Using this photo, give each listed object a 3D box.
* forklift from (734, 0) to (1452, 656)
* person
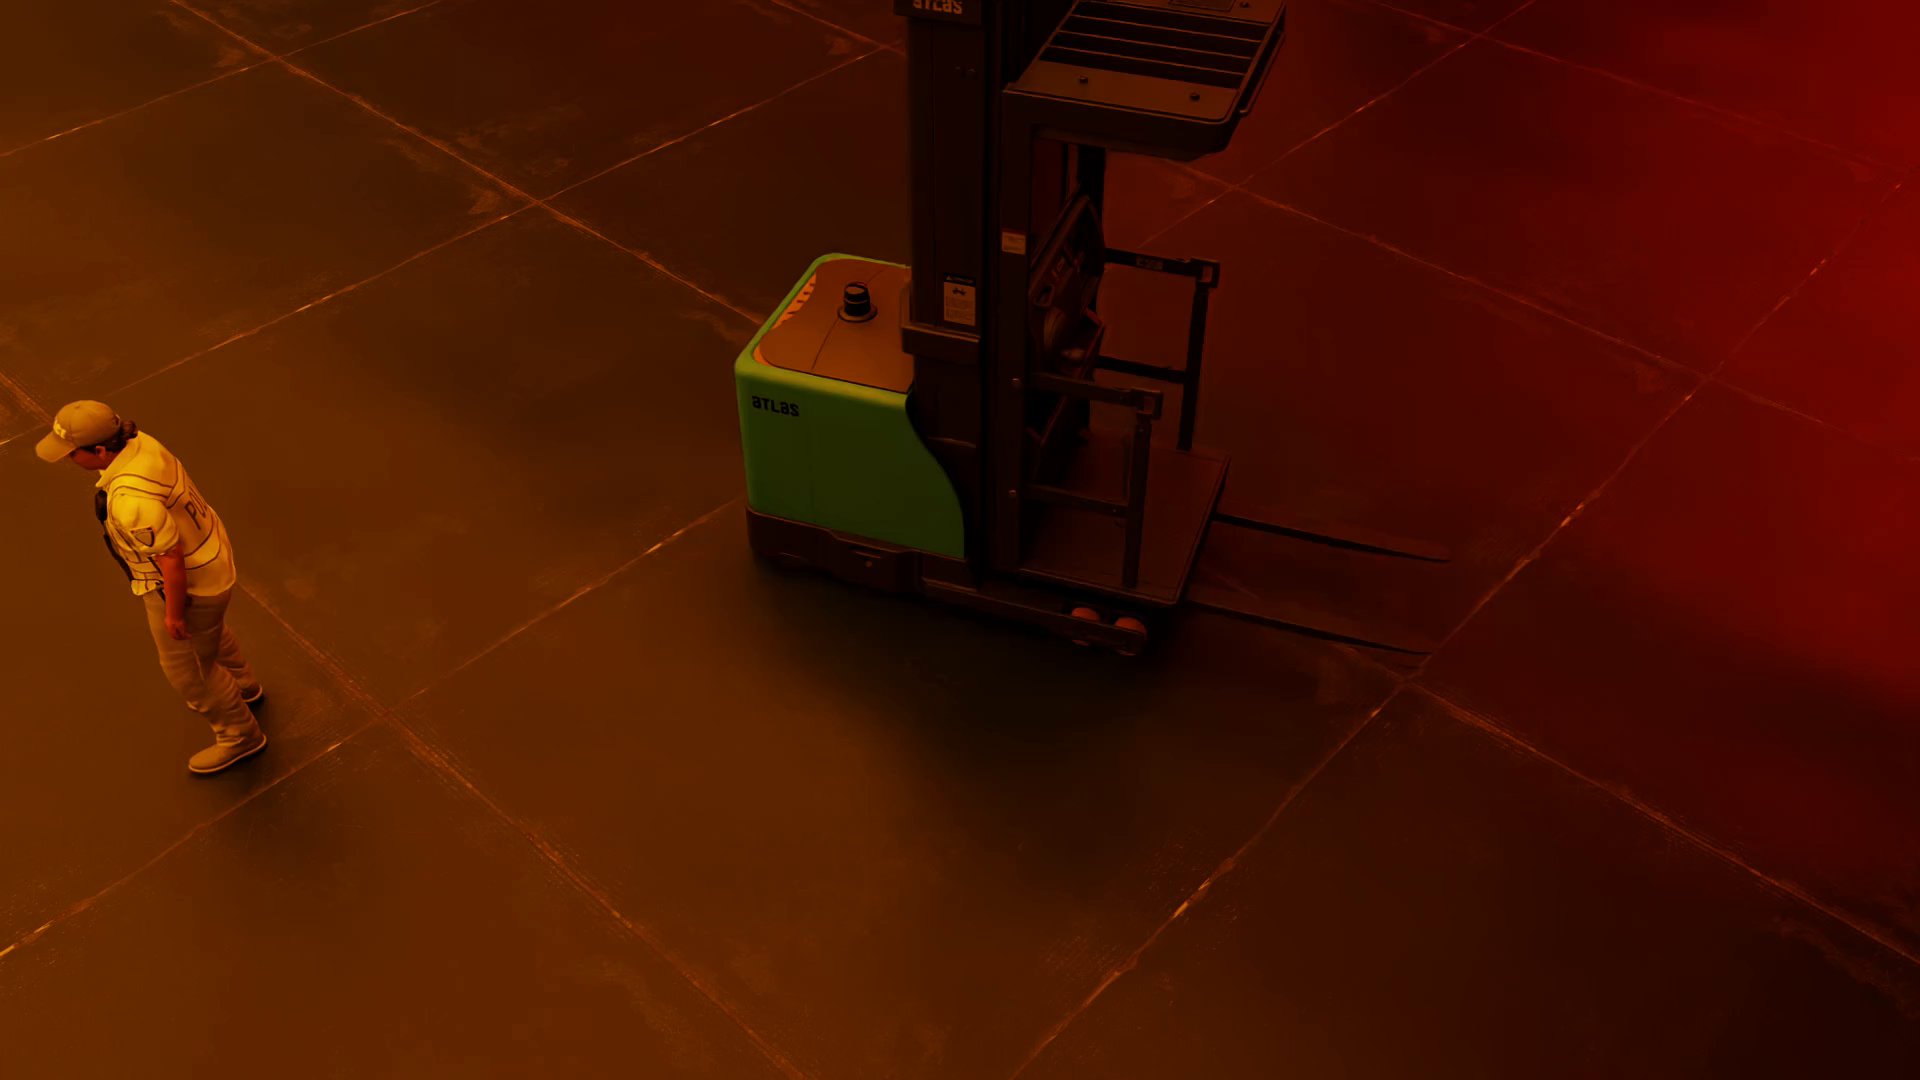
[{"bbox_3d":[0.614,-1.010,6.605,3.031,2.935,1.130,13,42,14],"label":"forklift"},{"bbox_3d":[-2.962,0.145,6.236,0.466,1.667,0.535,-15,43,-17],"label":"person"}]
